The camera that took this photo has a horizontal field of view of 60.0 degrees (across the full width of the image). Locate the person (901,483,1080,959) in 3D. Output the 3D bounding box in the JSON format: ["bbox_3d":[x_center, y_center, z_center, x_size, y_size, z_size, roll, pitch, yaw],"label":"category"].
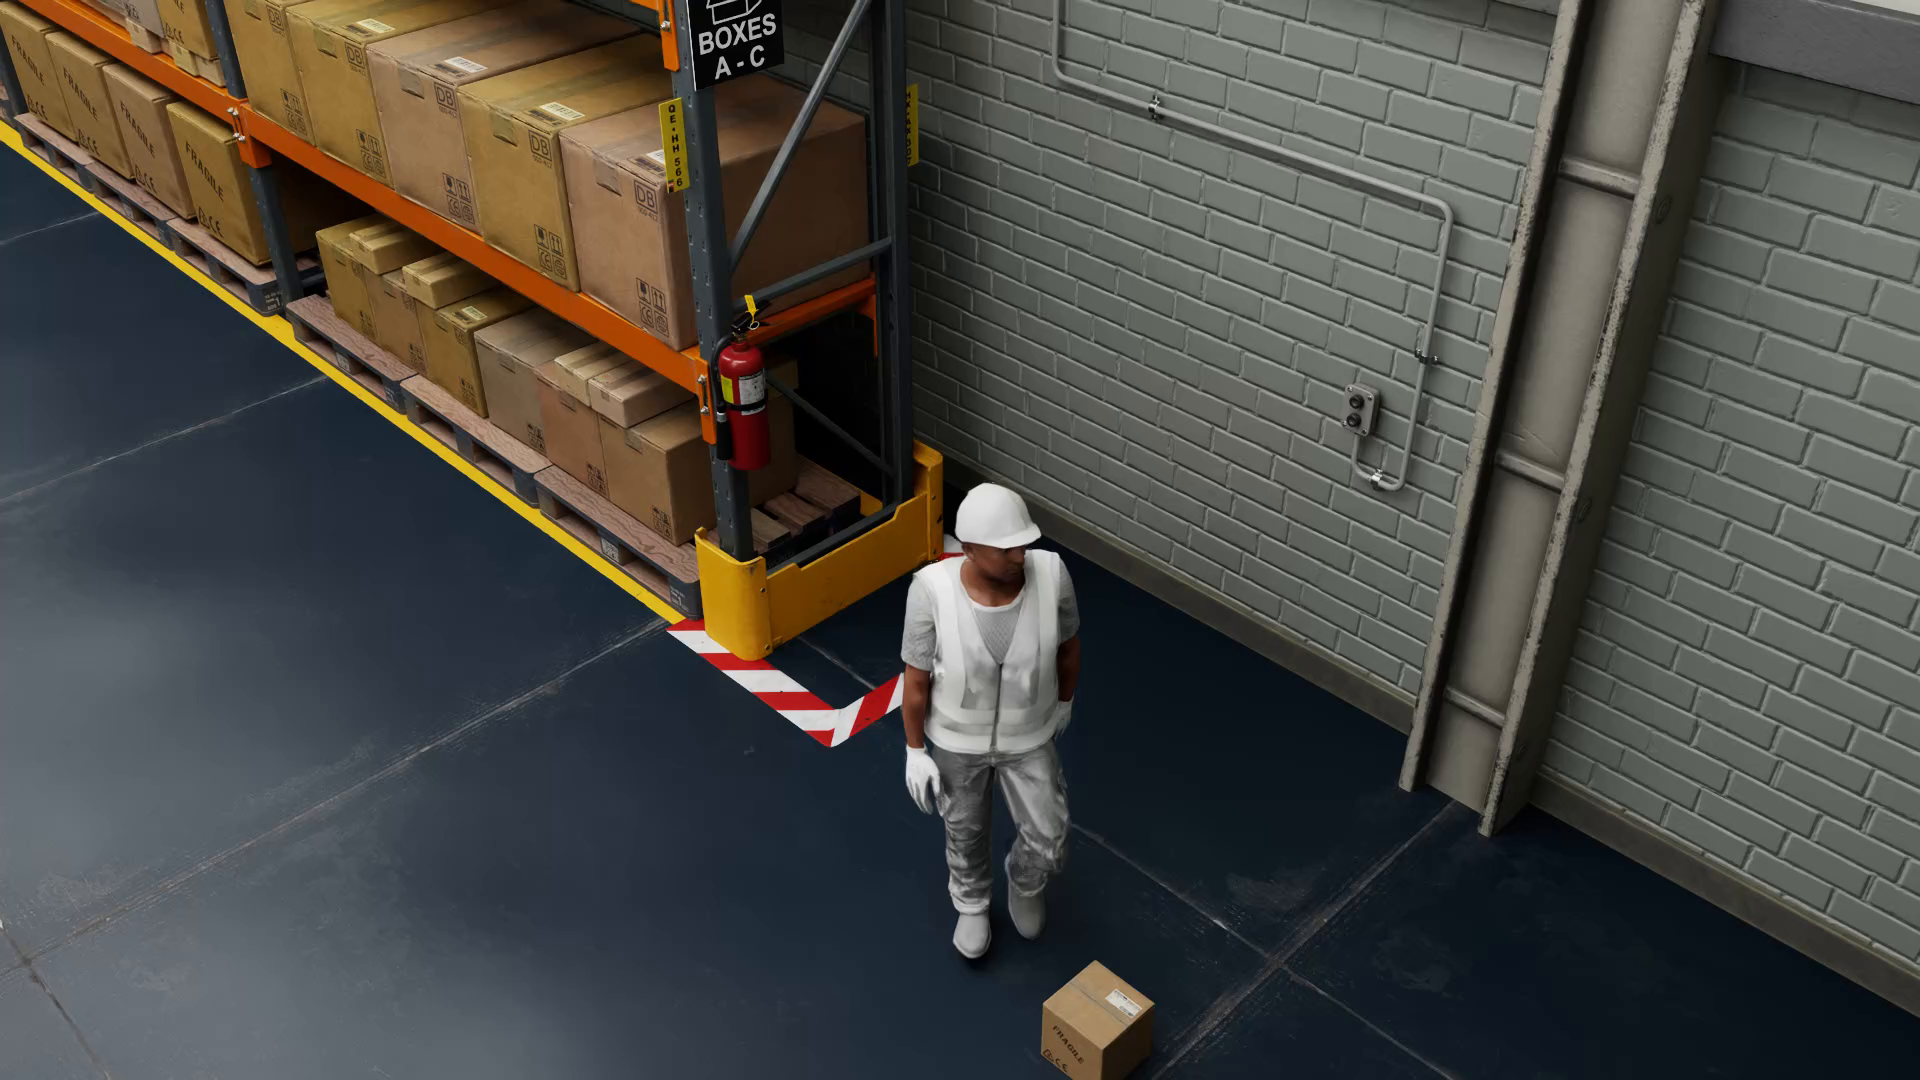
[{"bbox_3d":[0.104,0.631,5.211,0.567,1.792,0.460,-2,35,-3],"label":"person"}]
